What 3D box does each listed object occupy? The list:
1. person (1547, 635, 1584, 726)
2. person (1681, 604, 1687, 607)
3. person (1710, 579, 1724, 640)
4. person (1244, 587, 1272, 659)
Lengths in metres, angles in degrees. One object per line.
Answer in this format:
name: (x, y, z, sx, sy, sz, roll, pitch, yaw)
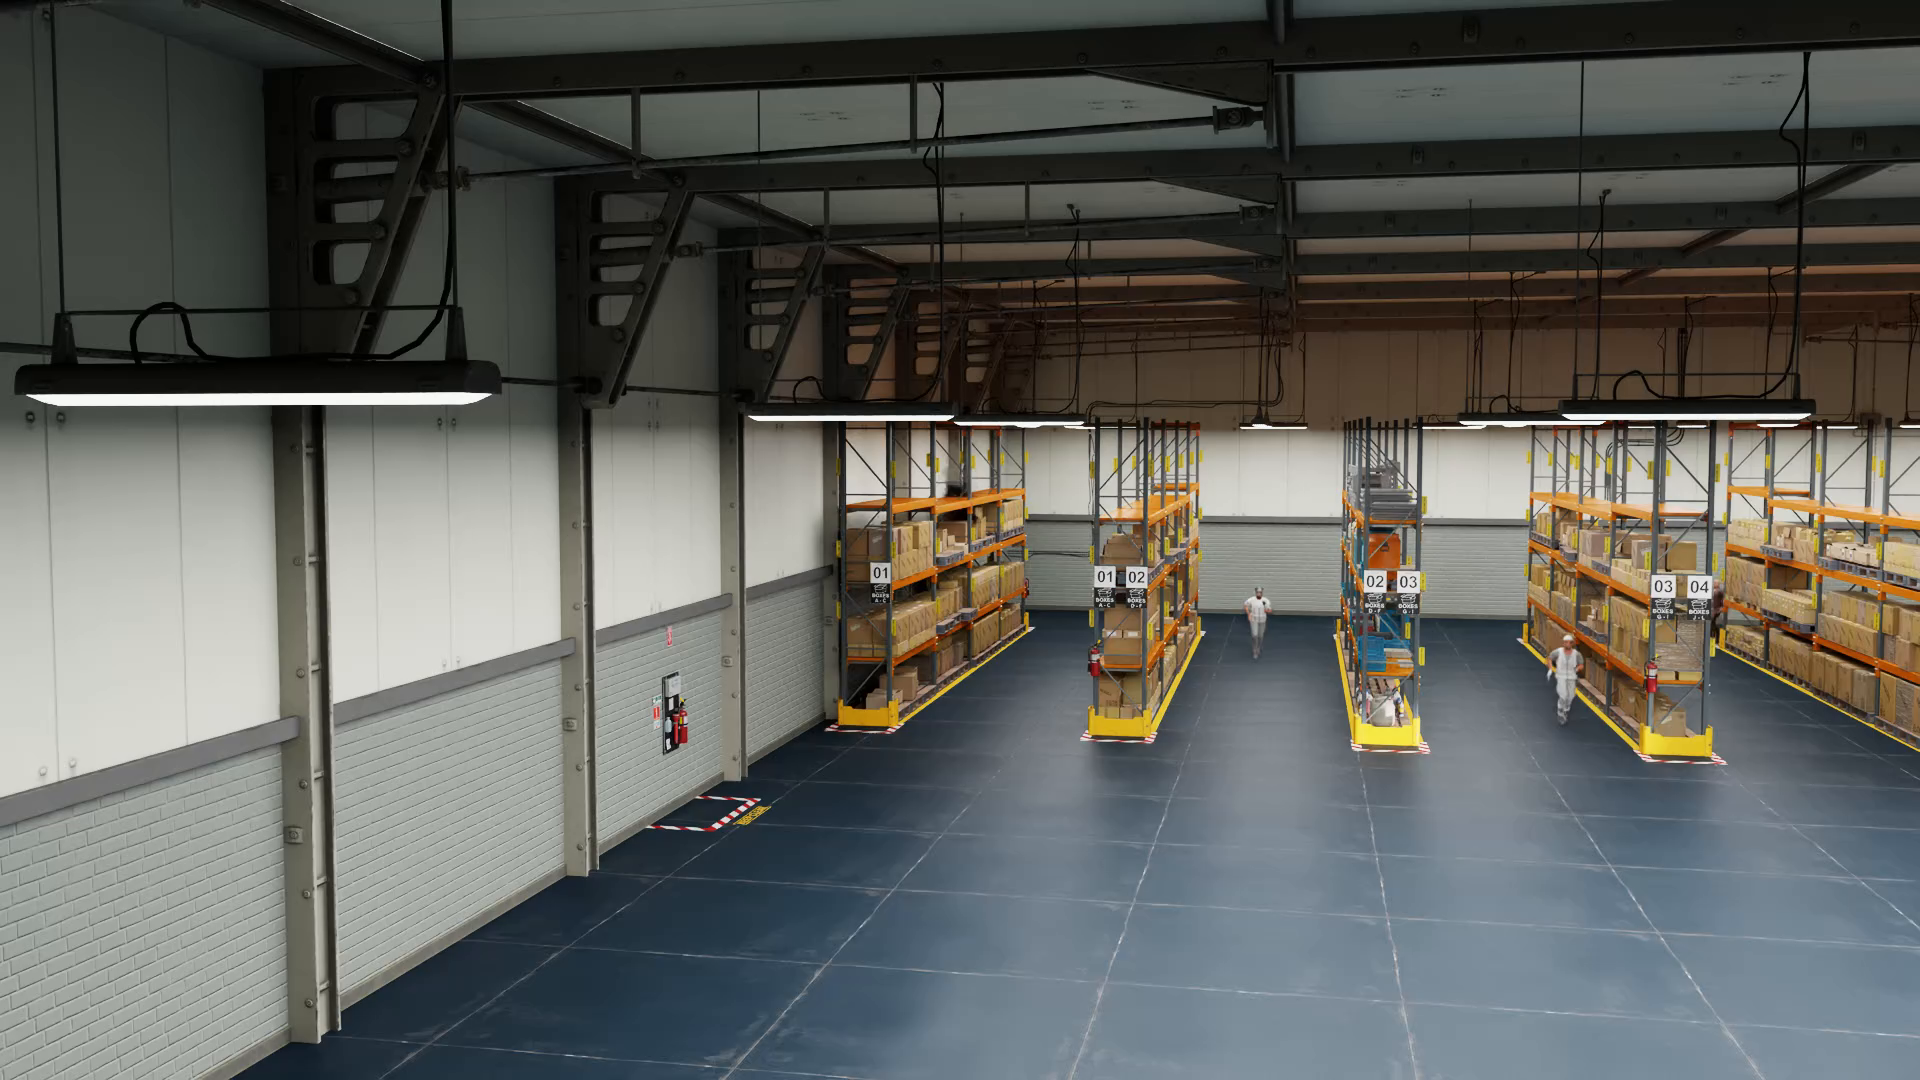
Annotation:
person: (11.795, 2.730, 32.373, 0.649, 1.778, 0.785, 0, 4, 7)
person: (19.164, 1.976, 44.755, 0.766, 1.687, 0.806, -3, 4, -34)
person: (20.499, 1.938, 45.121, 0.728, 1.788, 0.770, 0, 4, -2)
person: (7.597, 2.097, 42.306, 0.648, 1.844, 0.831, 0, 4, -1)
